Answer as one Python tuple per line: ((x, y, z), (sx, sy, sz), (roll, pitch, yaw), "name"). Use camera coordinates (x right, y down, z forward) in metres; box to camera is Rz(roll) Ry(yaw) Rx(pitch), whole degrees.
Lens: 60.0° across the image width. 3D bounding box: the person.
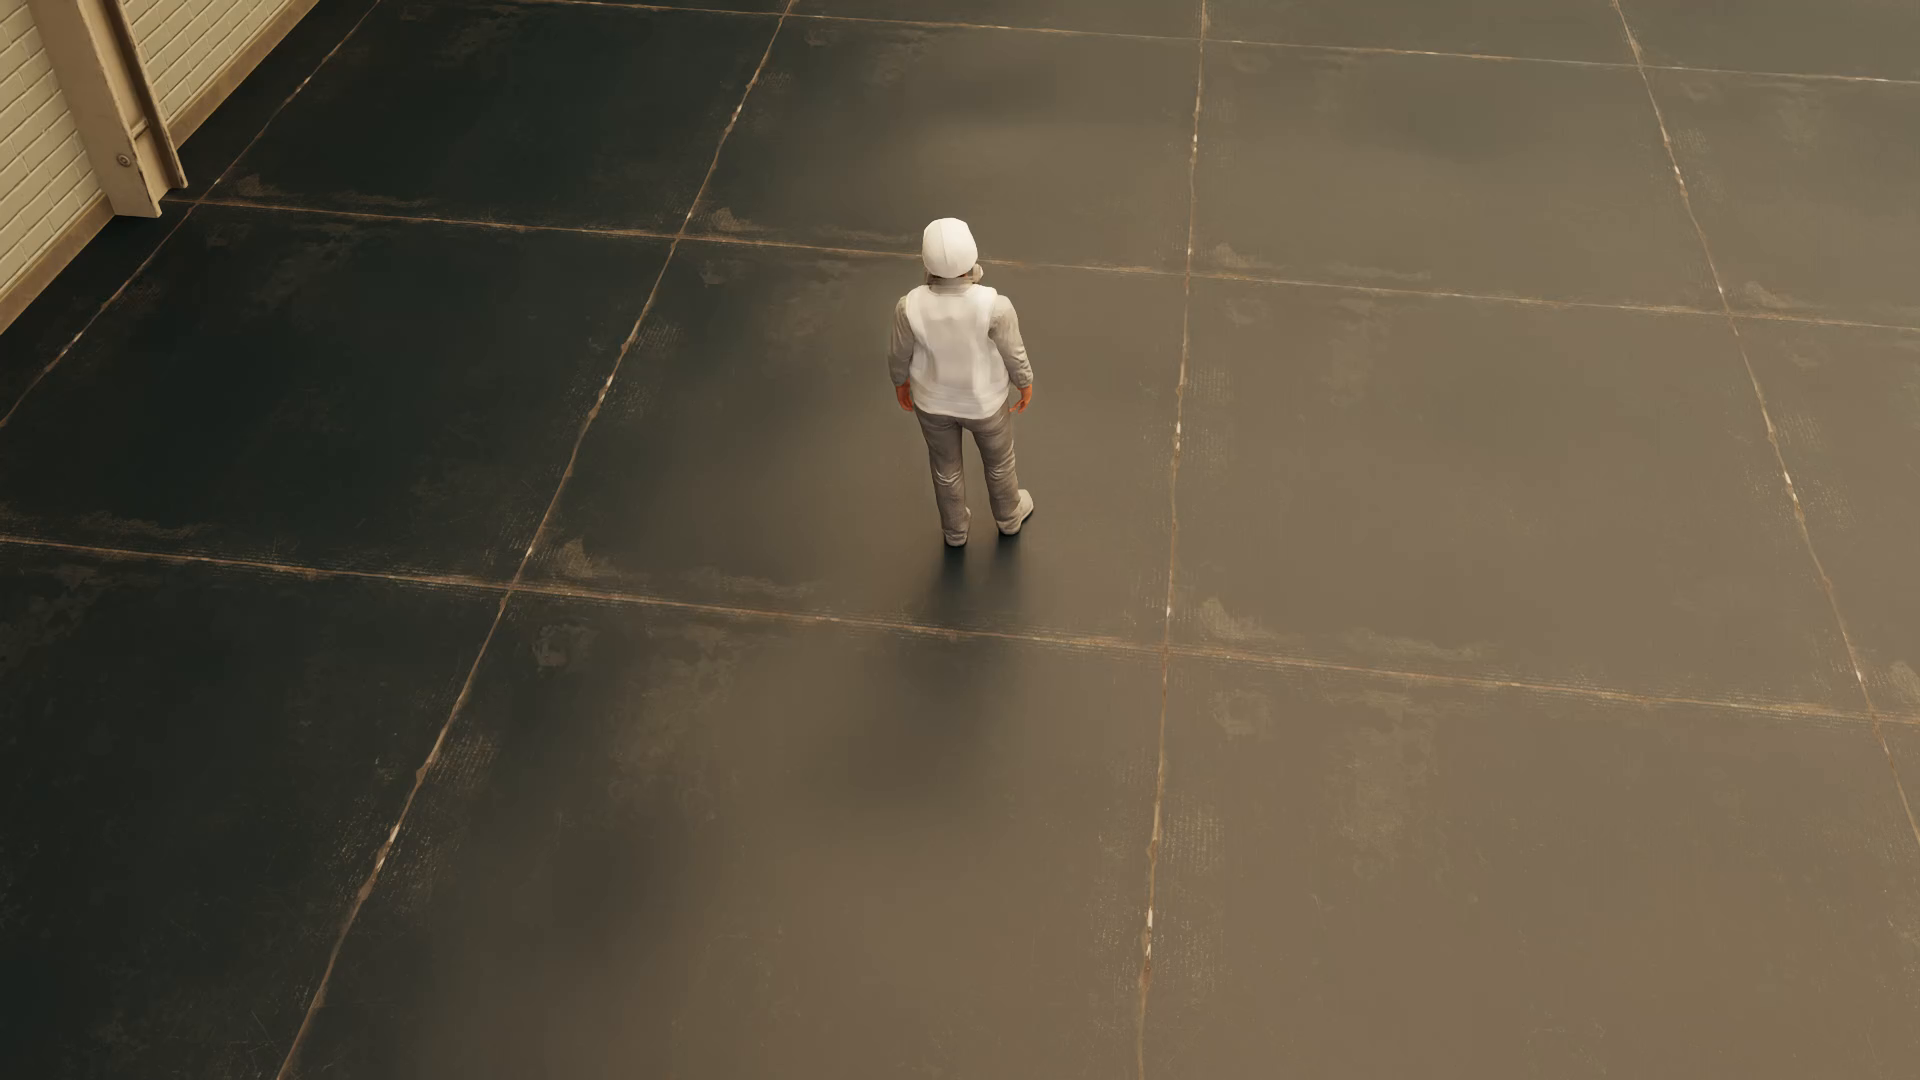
((0.017, -0.699, 7.330), (0.632, 1.773, 0.568), (5, 43, 6), "person")
